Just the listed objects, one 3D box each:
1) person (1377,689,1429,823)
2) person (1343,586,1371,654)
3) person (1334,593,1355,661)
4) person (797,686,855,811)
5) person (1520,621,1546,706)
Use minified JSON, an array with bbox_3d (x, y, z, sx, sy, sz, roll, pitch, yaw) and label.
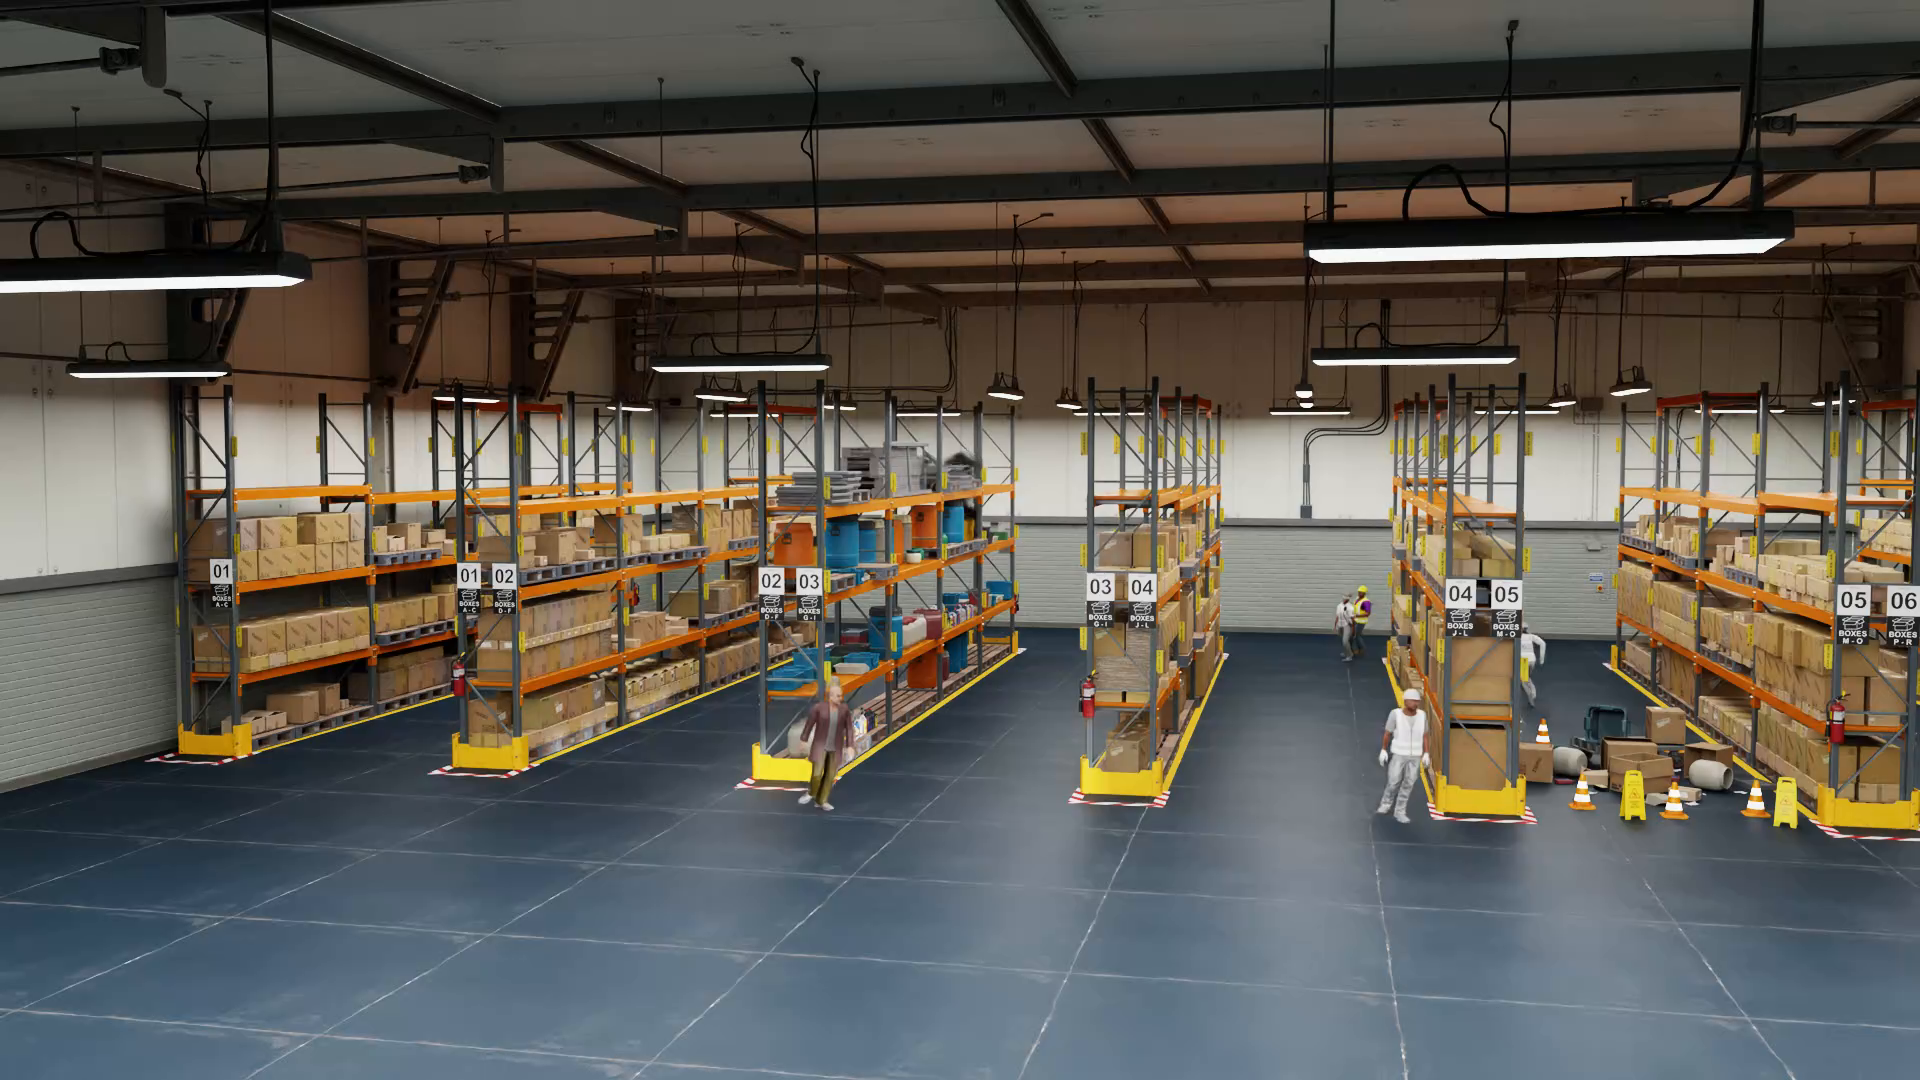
[{"bbox_3d":[5.917,2.877,22.217,0.661,1.803,0.475,0,3,-8],"label":"person"},{"bbox_3d":[9.509,1.952,39.620,0.582,1.737,0.837,-1,3,-22],"label":"person"},{"bbox_3d":[9.054,2.018,39.024,0.698,1.590,0.726,-2,4,-30],"label":"person"},{"bbox_3d":[-1.845,2.855,22.896,0.742,1.746,0.558,-1,3,-20],"label":"person"},{"bbox_3d":[10.985,2.395,32.292,0.620,1.612,0.675,0,3,-7],"label":"person"}]
